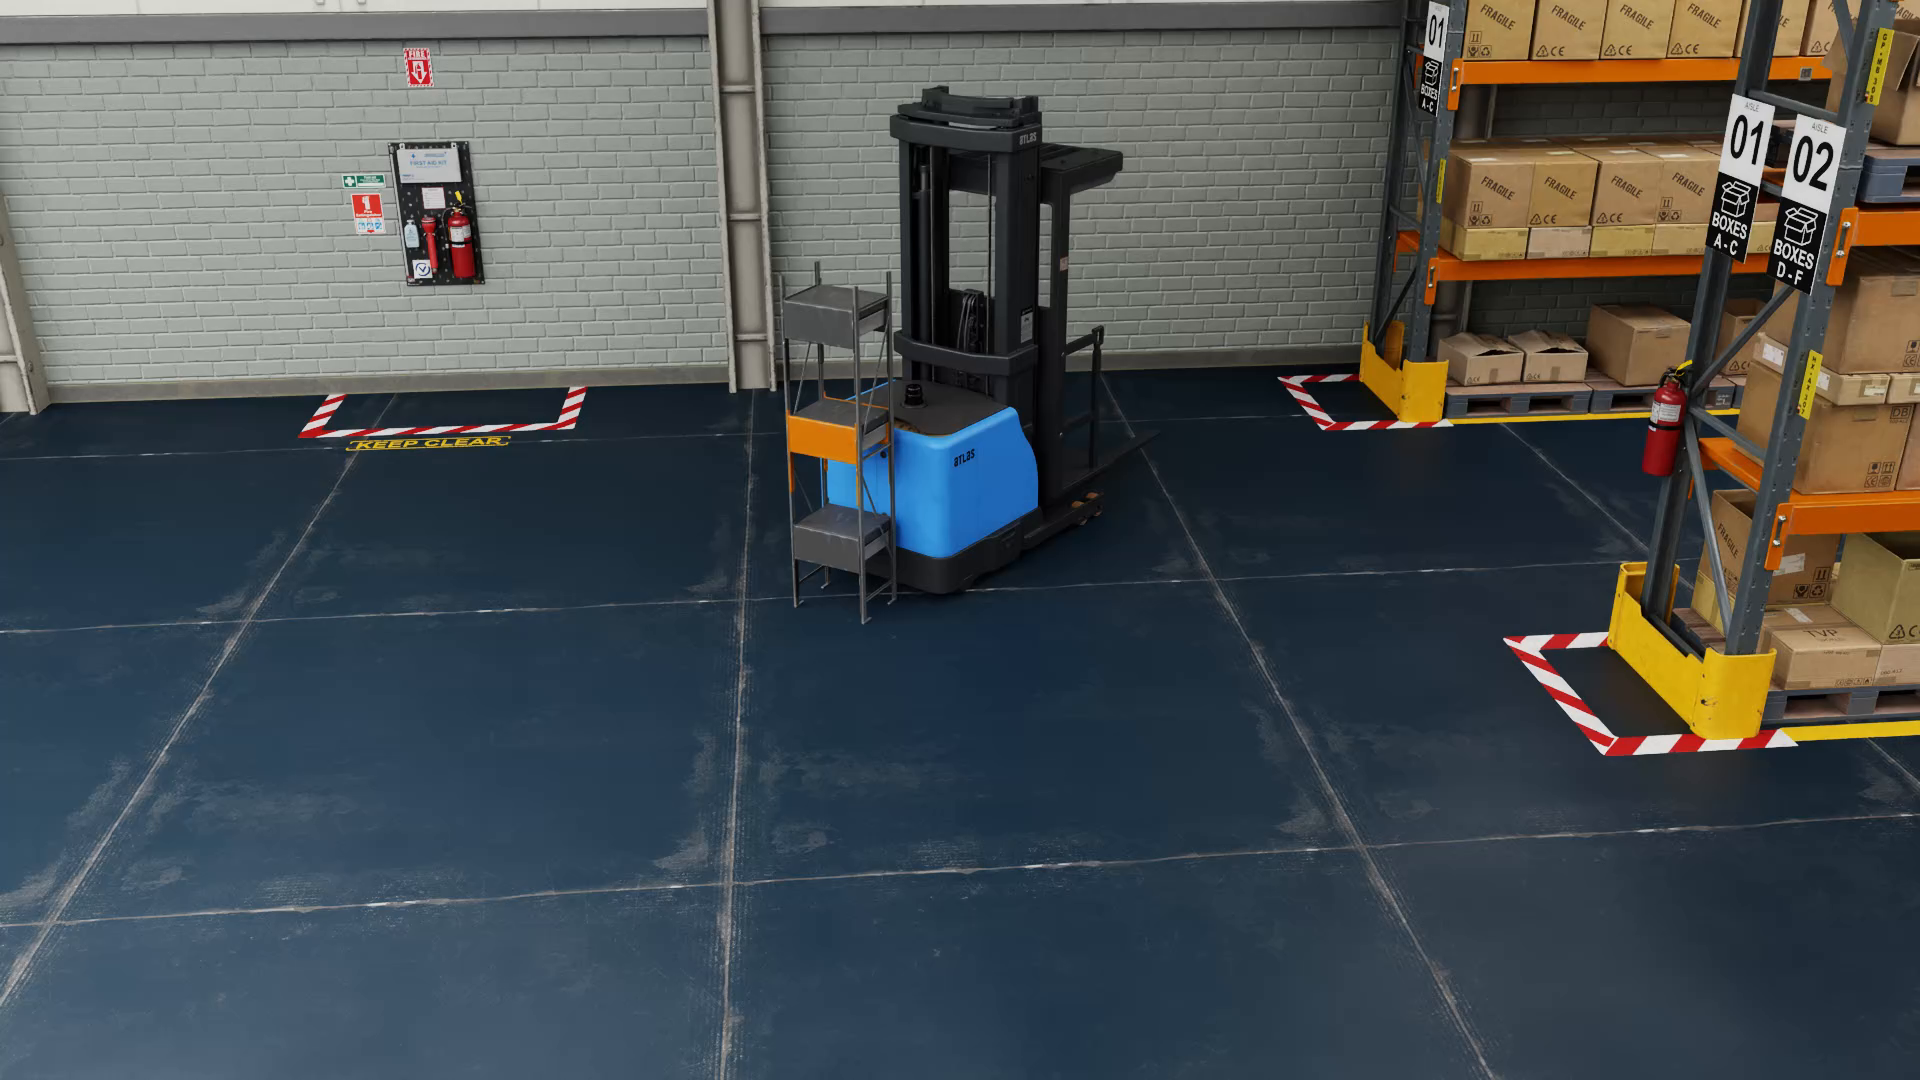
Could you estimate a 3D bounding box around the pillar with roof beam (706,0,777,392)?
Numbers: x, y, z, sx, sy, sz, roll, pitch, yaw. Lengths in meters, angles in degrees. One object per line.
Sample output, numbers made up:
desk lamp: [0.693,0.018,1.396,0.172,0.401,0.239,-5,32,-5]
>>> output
pillar with roof beam: [-1.341,-3.689,8.471,0.400,9.000,9.100,-2,24,-5]

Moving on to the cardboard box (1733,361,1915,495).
cardboard box: [4.551,-0.607,8.800,0.500,0.500,0.700,-2,24,-5]

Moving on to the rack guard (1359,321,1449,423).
rack guard: [3.671,-1.411,13.809,0.348,0.500,1.175,-2,24,-5]

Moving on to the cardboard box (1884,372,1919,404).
cardboard box: [4.760,-0.830,8.503,0.250,0.149,0.380,-3,24,-7]

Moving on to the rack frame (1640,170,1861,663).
rack frame: [4.086,-0.548,8.790,0.127,3.000,1.000,-2,24,-5]

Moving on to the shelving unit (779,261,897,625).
shelving unit: [-0.711,-0.564,9.934,0.503,2.100,0.431,12,27,26]

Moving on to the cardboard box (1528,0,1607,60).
cardboard box: [4.490,-3.895,12.479,0.500,0.500,0.500,-1,24,-2]

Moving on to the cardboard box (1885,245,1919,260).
cardboard box: [5.127,-1.225,8.593,0.500,0.500,0.700,-3,24,-7]

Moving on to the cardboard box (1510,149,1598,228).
cardboard box: [4.592,-2.747,12.973,0.500,0.500,0.500,-2,24,-5]

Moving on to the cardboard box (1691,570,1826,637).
cardboard box: [4.590,0.376,9.580,0.500,0.250,0.500,-2,24,-5]

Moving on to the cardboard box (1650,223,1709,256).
cardboard box: [5.638,-2.445,13.219,0.500,0.250,0.500,-2,24,-5]

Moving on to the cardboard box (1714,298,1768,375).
cardboard box: [6.547,-1.711,13.942,0.500,0.500,0.500,-4,24,-9]

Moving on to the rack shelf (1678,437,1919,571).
rack shelf: [6.076,-0.299,9.115,4.000,0.370,1.077,-2,24,-5]

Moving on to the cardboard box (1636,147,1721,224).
cardboard box: [5.620,-2.790,13.071,0.500,0.500,0.500,-2,24,-3]

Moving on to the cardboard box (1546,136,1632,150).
cardboard box: [5.059,-2.976,13.490,0.500,0.500,0.500,-3,24,-7]

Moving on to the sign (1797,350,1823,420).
sign: [4.134,-0.755,8.092,0.005,0.325,0.100,-2,24,-5]

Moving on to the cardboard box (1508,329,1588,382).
cardboard box: [4.860,-1.536,13.782,0.500,0.311,0.500,0,24,-1]

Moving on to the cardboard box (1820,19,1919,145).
cardboard box: [4.658,-2.243,8.093,0.637,0.503,0.797,-1,24,-1]

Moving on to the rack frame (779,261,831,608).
rack frame: [-0.926,-0.611,10.039,0.015,2.100,0.400,12,27,26]

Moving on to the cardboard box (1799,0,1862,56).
cardboard box: [6.593,-4.000,12.716,0.500,0.500,0.500,-4,24,-10]

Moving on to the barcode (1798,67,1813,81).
barcode: [4.338,-2.391,8.528,0.075,0.075,0.001,-2,24,-5]

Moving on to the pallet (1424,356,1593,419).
pallet: [4.483,-1.297,13.908,1.213,0.211,1.003,-2,24,-5]

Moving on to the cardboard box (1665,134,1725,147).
cardboard box: [6.076,-3.022,13.592,0.500,0.500,0.500,-2,24,-4]

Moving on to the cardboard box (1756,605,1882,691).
cardboard box: [4.641,0.585,9.109,0.500,0.250,0.500,-2,24,-5]

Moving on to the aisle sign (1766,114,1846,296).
aisle sign: [4.050,-1.609,7.977,0.004,0.787,0.394,-2,24,-5]

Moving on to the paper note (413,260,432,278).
paper note: [-4.410,-2.223,13.643,0.142,0.148,0.016,-2,24,-5]

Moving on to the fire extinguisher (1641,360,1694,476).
fire extinguisher: [3.922,-0.696,9.217,0.183,0.674,0.296,-2,24,-5]

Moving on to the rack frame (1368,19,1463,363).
rack frame: [3.595,-2.550,13.294,0.127,3.000,1.000,-2,24,-5]

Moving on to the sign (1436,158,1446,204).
sign: [3.648,-2.726,12.625,0.005,0.325,0.100,-2,24,-5]

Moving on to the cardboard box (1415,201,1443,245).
cardboard box: [4.041,-2.588,13.539,0.500,0.250,0.500,-2,24,-4]

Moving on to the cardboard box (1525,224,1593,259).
cardboard box: [4.627,-2.408,13.135,0.500,0.250,0.500,-3,24,-7]

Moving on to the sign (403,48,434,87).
sign: [-4.245,-3.704,13.036,0.199,0.298,0.001,-2,24,-5]

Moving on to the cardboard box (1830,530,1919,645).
cardboard box: [5.139,0.222,9.003,0.500,0.500,0.500,-2,24,-5]

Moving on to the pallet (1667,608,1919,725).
pallet: [4.842,0.679,9.463,1.213,0.211,1.003,-2,24,-5]

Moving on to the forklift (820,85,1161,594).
forklift: [0.364,-1.544,11.116,1.130,2.935,3.031,16,29,32]

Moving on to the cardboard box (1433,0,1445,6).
cardboard box: [3.985,-4.095,12.928,0.500,0.500,0.500,-1,24,-1]

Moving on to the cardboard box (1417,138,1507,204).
cardboard box: [4.043,-2.938,13.404,0.500,0.500,0.500,-3,24,-6]

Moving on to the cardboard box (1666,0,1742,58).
cardboard box: [5.538,-3.947,12.597,0.500,0.500,0.500,-1,24,-2]

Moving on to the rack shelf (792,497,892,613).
rack shelf: [-0.711,0.088,10.224,0.480,0.518,0.431,12,27,26]

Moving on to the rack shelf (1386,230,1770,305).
rack shelf: [5.585,-2.301,13.620,4.000,0.370,1.077,-2,24,-5]
